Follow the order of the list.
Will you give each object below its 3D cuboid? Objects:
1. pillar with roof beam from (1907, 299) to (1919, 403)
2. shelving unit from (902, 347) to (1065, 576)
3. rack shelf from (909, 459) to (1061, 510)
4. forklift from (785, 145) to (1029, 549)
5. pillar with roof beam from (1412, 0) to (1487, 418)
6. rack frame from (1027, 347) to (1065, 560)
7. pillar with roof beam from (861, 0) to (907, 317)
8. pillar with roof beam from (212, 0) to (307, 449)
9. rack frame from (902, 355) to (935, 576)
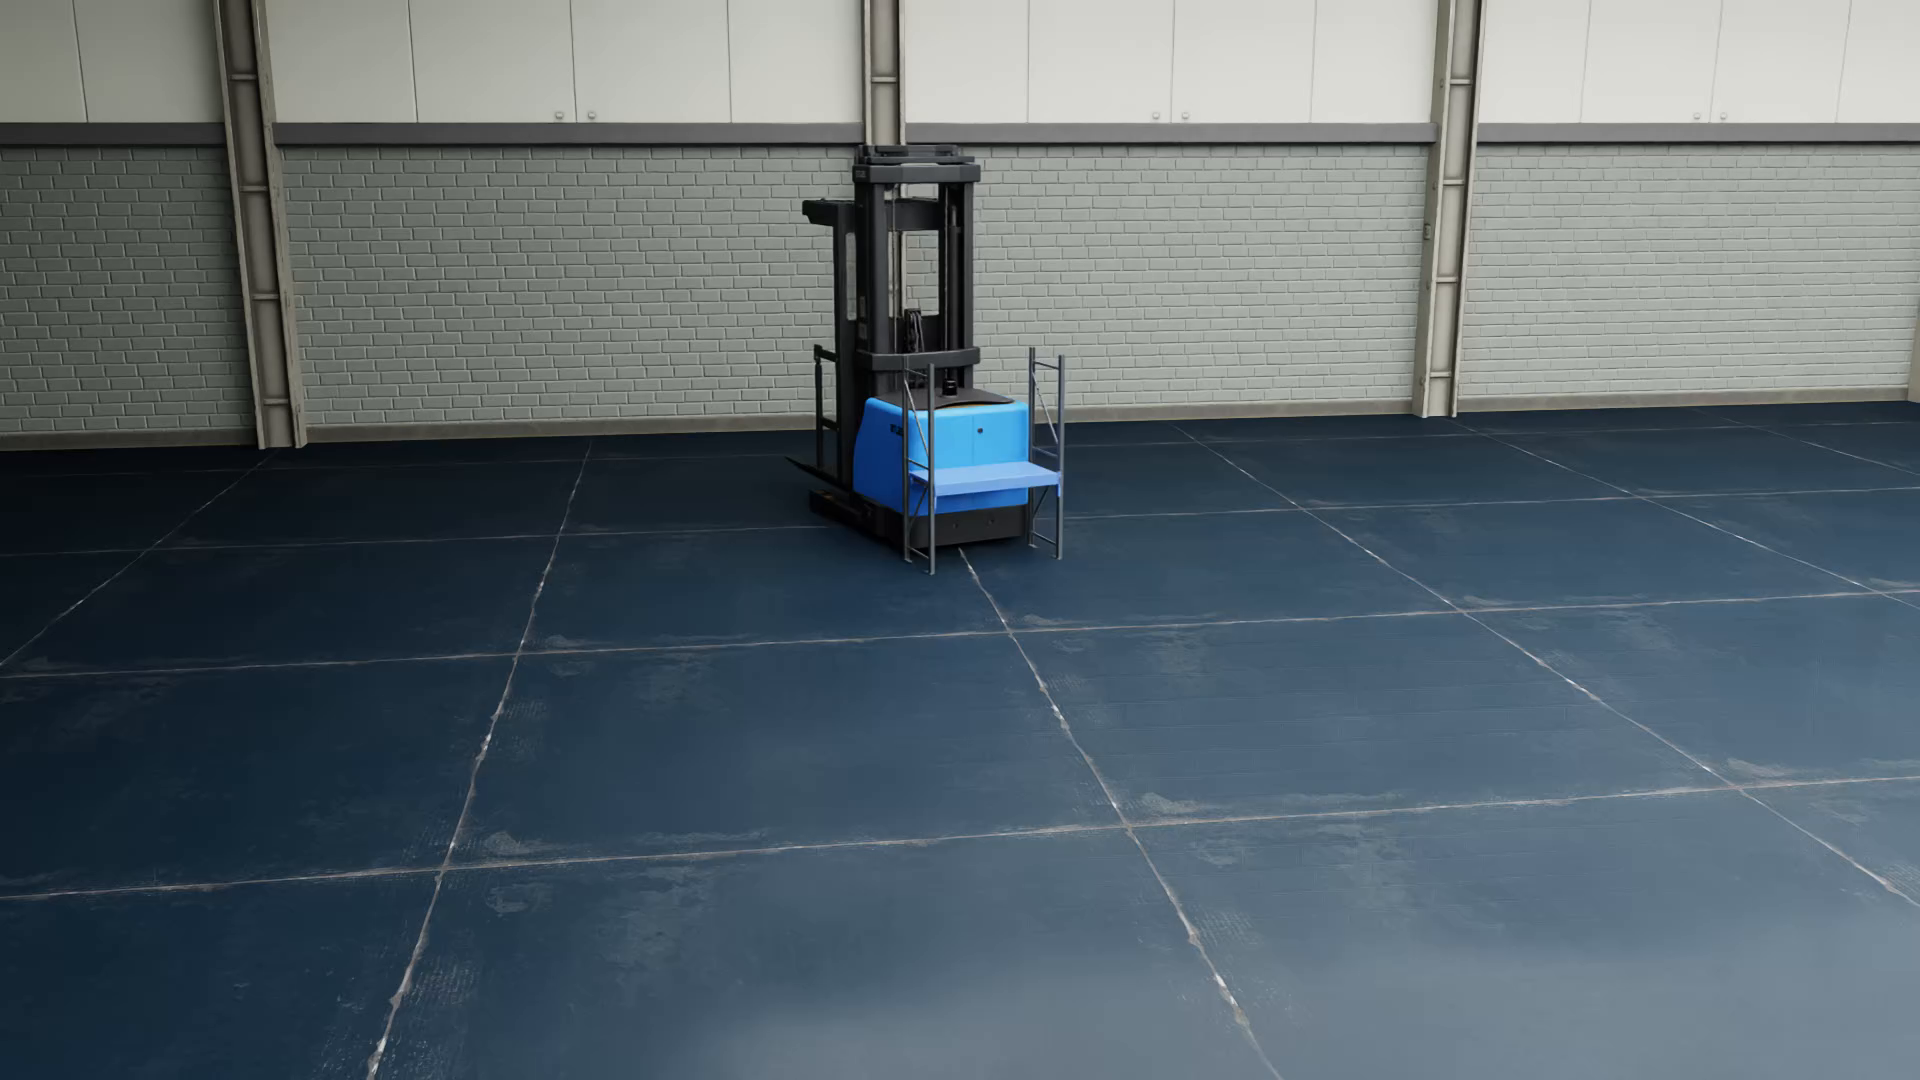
[{"bbox_3d":[11.751,-4.914,13.818,0.400,9.000,9.100,-2,14,-8],"label":"pillar with roof beam"},{"bbox_3d":[0.166,-0.583,11.963,1.048,1.500,0.538,-6,15,-24],"label":"shelving unit"},{"bbox_3d":[0.166,-0.408,12.006,1.000,0.185,0.538,-6,15,-24],"label":"rack shelf"},{"bbox_3d":[-0.582,-1.667,13.344,1.130,2.935,3.031,-7,16,-26],"label":"forklift"},{"bbox_3d":[5.817,-4.697,12.951,0.400,9.000,9.100,-2,14,-8],"label":"pillar with roof beam"},{"bbox_3d":[0.627,-0.635,12.170,0.032,1.500,0.500,-6,15,-24],"label":"rack frame"},{"bbox_3d":[-0.116,-4.479,12.084,0.400,9.000,9.100,-2,14,-8],"label":"pillar with roof beam"},{"bbox_3d":[-6.049,-4.262,11.217,0.400,9.000,9.100,-2,14,-8],"label":"pillar with roof beam"},{"bbox_3d":[-0.296,-0.531,11.755,0.032,1.500,0.500,-6,15,-24],"label":"rack frame"}]
